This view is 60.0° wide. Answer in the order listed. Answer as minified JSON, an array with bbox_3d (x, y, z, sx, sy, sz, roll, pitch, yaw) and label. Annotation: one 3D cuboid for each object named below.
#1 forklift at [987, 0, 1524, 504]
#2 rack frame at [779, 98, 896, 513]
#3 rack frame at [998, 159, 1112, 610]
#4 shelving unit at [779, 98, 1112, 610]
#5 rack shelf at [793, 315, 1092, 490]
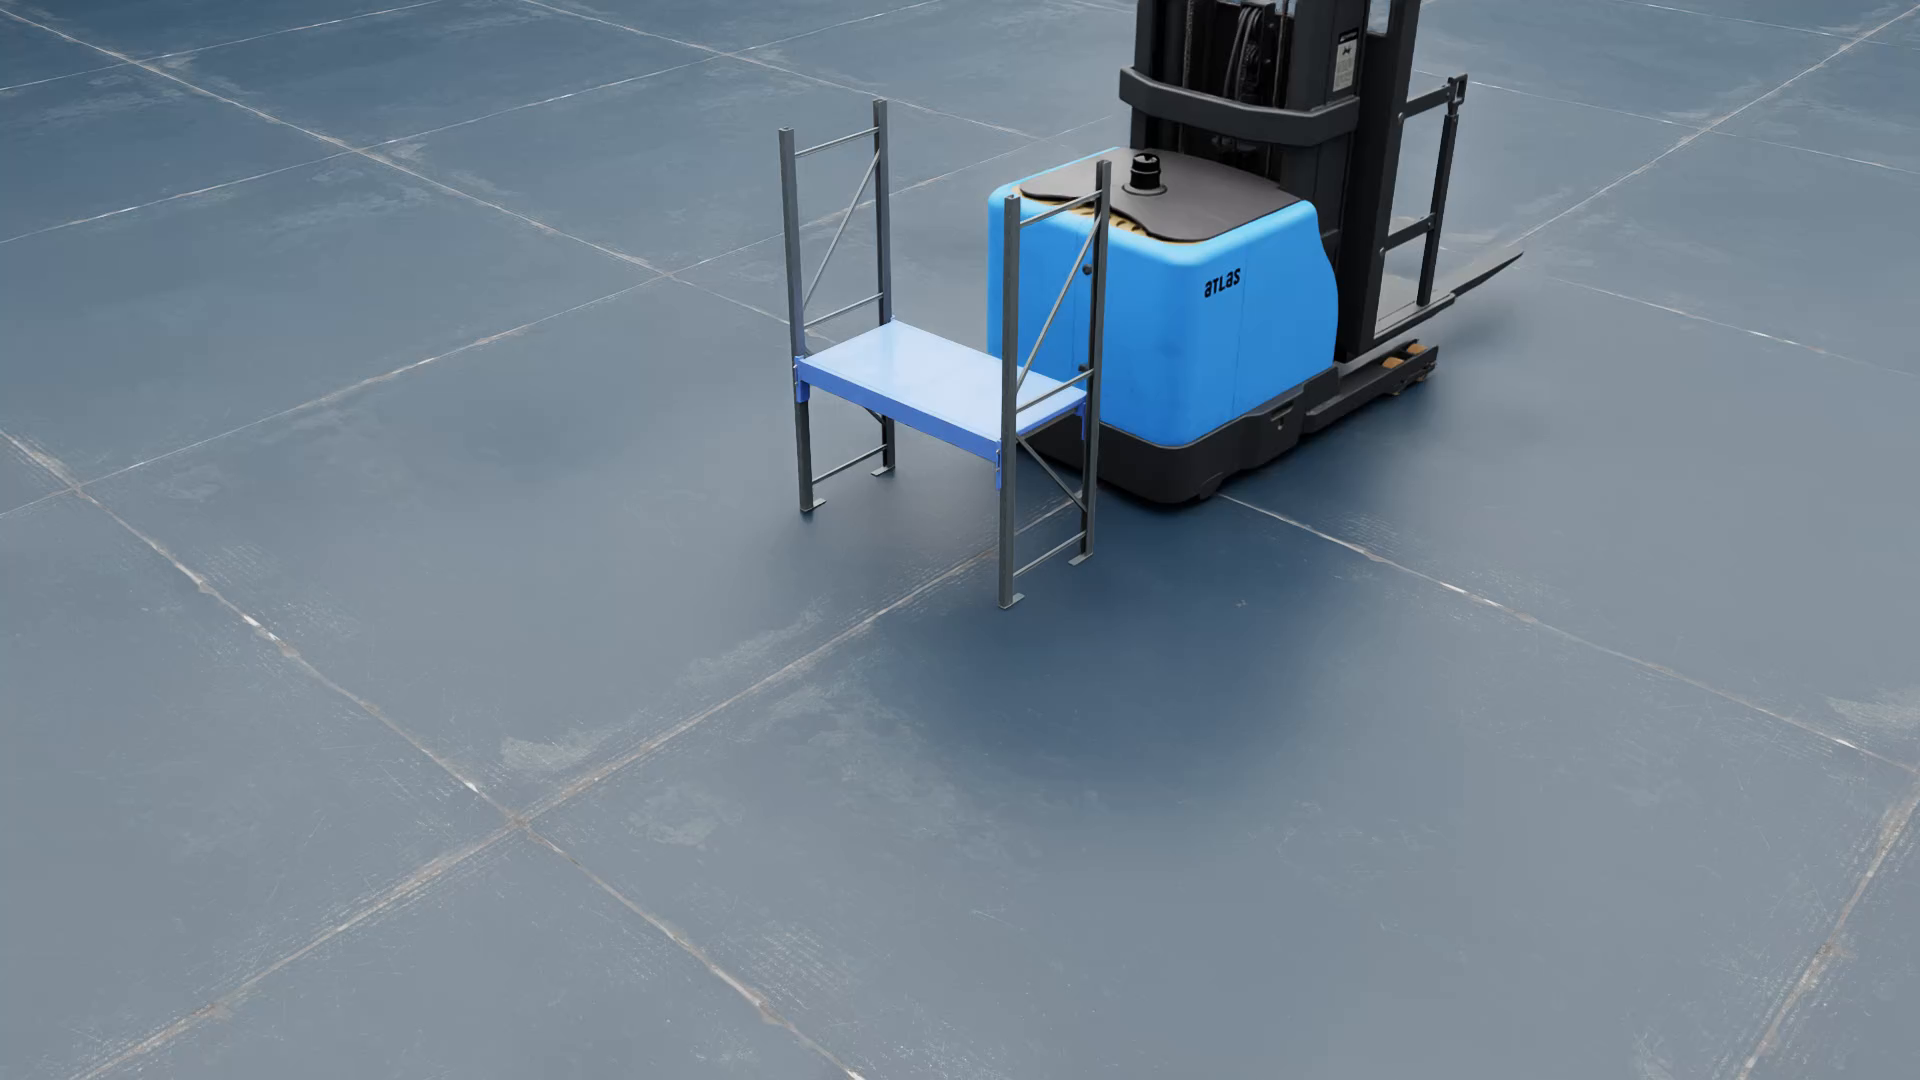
[{"bbox_3d":[1.483,-2.057,6.824,1.130,2.935,3.031,27,40,37],"label":"forklift"},{"bbox_3d":[-0.440,-0.848,6.204,0.032,1.500,0.500,25,39,35],"label":"rack frame"},{"bbox_3d":[0.314,-0.496,5.620,0.032,1.500,0.500,25,39,35],"label":"rack frame"},{"bbox_3d":[-0.063,-0.672,5.912,1.048,1.500,0.538,25,39,35],"label":"shelving unit"},{"bbox_3d":[-0.063,-0.518,6.005,1.000,0.185,0.538,25,39,35],"label":"rack shelf"}]
